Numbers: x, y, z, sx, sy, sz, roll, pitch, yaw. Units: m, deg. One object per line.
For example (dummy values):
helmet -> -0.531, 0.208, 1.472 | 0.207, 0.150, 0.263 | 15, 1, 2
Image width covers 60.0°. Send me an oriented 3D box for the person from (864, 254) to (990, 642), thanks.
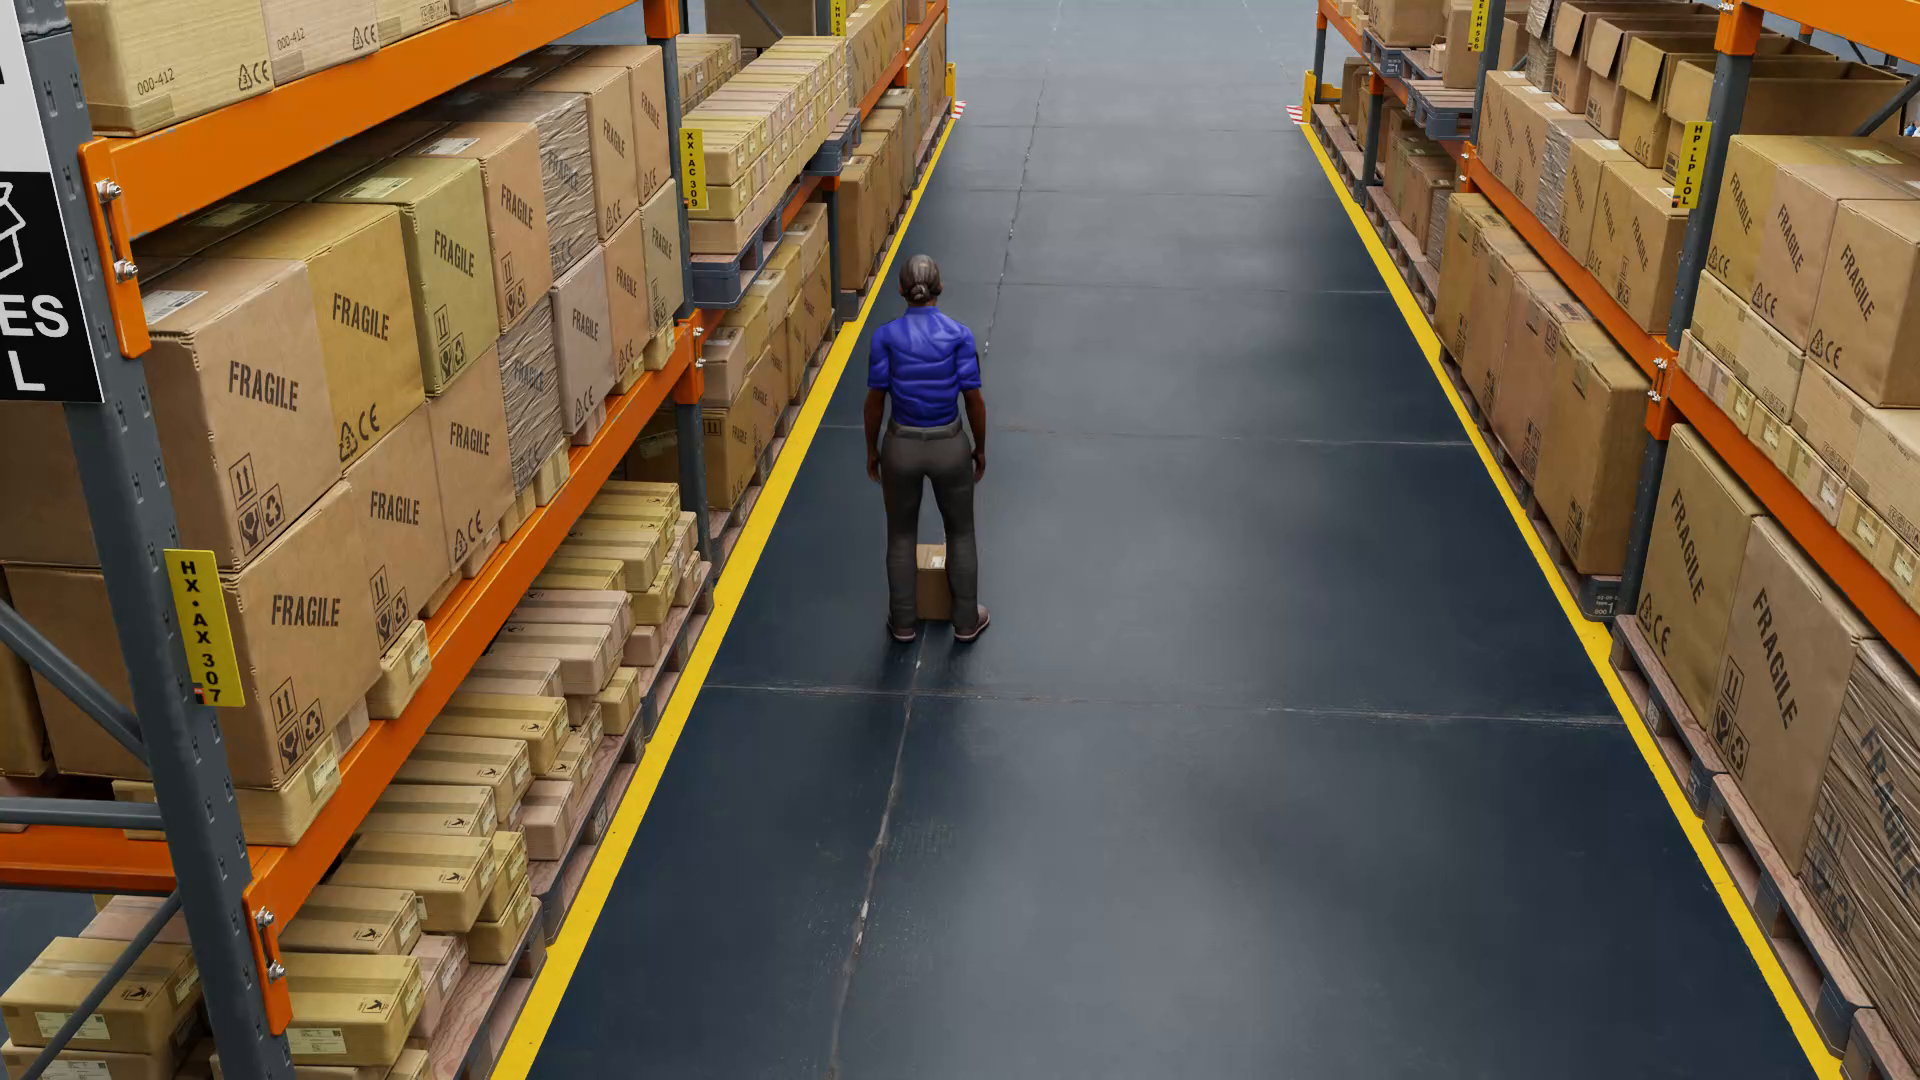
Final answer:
person -> -0.132, -0.357, 6.889 | 0.521, 1.654, 0.352 | 0, 25, 1
